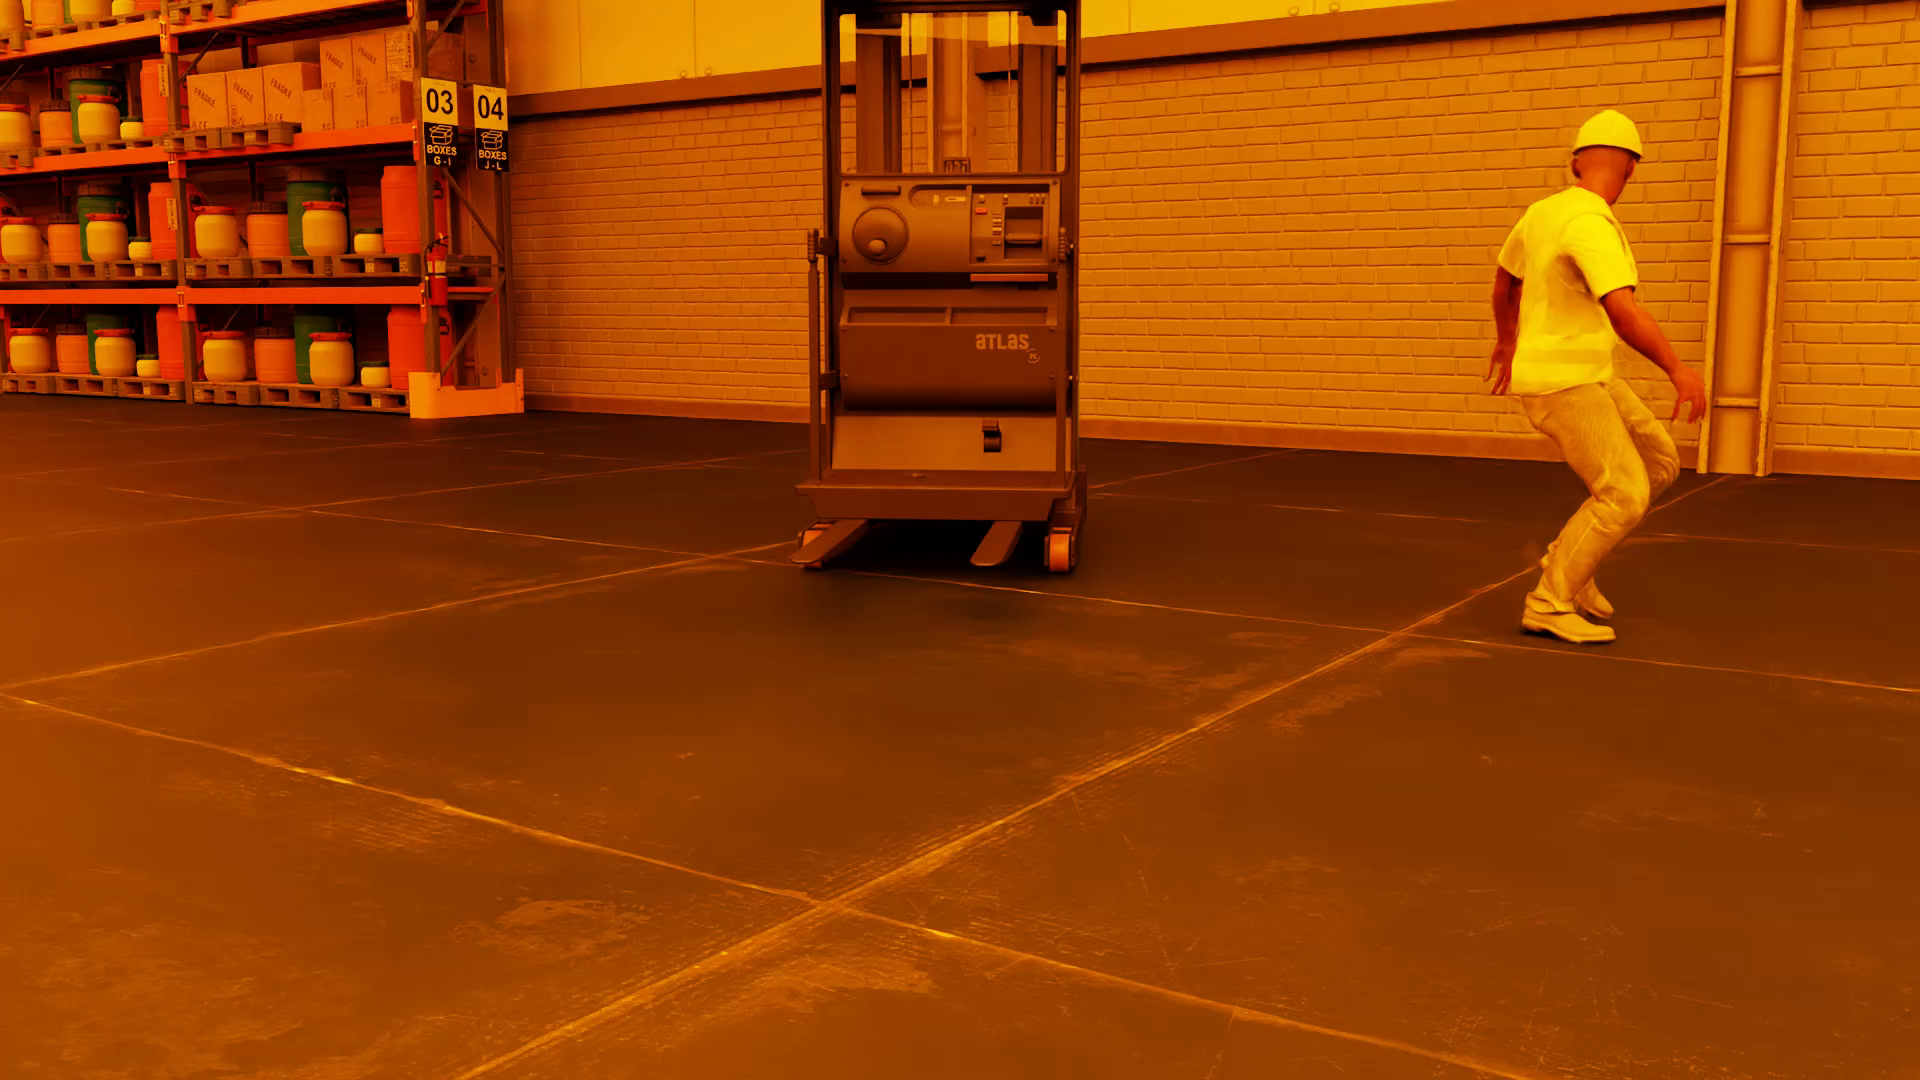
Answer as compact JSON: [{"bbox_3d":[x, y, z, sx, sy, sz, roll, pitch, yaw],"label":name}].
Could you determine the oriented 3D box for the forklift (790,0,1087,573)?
[{"bbox_3d":[-0.064,-1.366,6.796,1.130,2.935,3.031,1,8,6],"label":"forklift"}]

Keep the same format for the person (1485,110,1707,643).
[{"bbox_3d":[2.034,-0.527,5.388,0.693,1.675,0.807,3,9,21],"label":"person"}]
